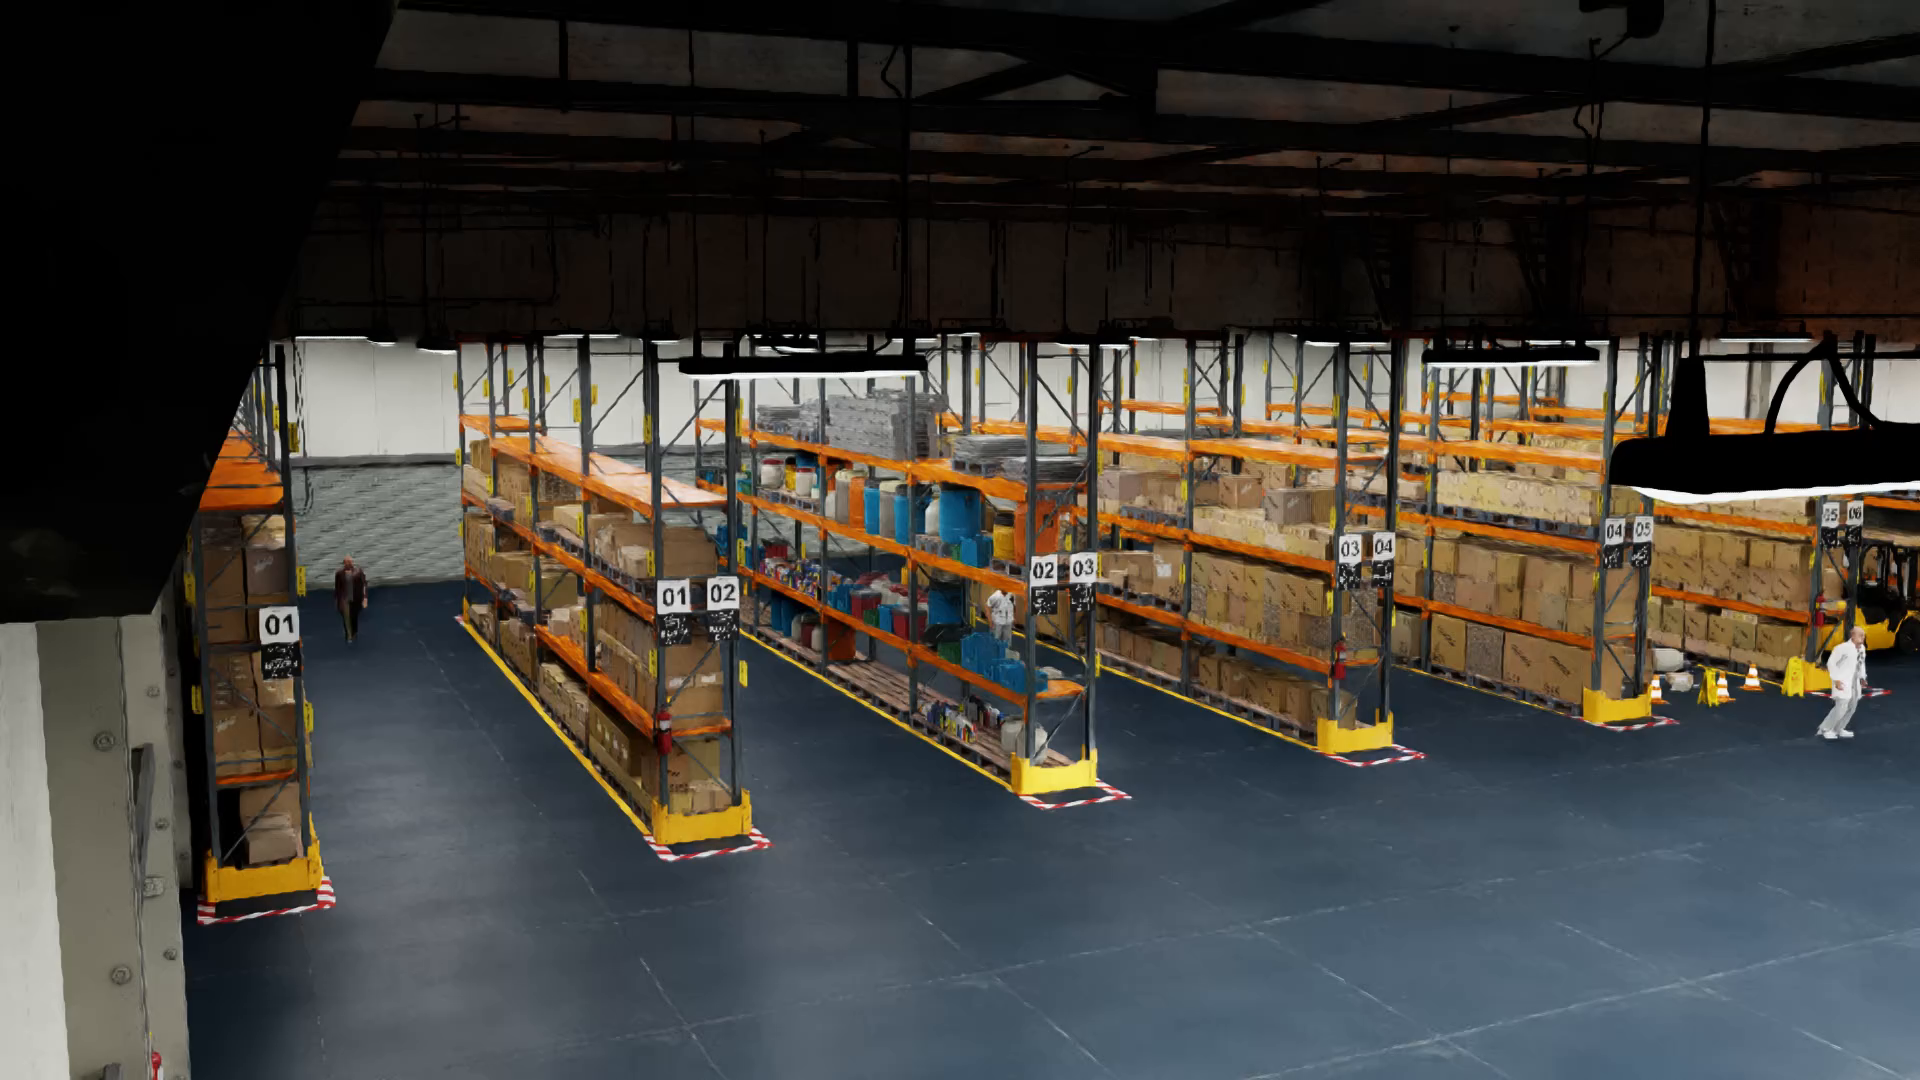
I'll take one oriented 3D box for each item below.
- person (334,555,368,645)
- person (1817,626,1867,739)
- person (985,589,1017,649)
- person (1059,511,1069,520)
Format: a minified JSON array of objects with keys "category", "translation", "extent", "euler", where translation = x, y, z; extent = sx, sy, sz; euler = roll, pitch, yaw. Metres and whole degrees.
[{"category":"person","translation":[-11.796,1.134,32.230],"extent":[0.600,1.725,1.111],"euler":[-4,9,-25]},{"category":"person","translation":[13.263,2.126,24.936],"extent":[0.729,1.733,0.546],"euler":[-4,9,-26]},{"category":"person","translation":[0.759,1.488,30.132],"extent":[0.625,1.611,0.582],"euler":[-4,9,-26]},{"category":"person","translation":[2.533,-0.113,41.416],"extent":[0.591,1.745,0.942],"euler":[0,8,3]}]
